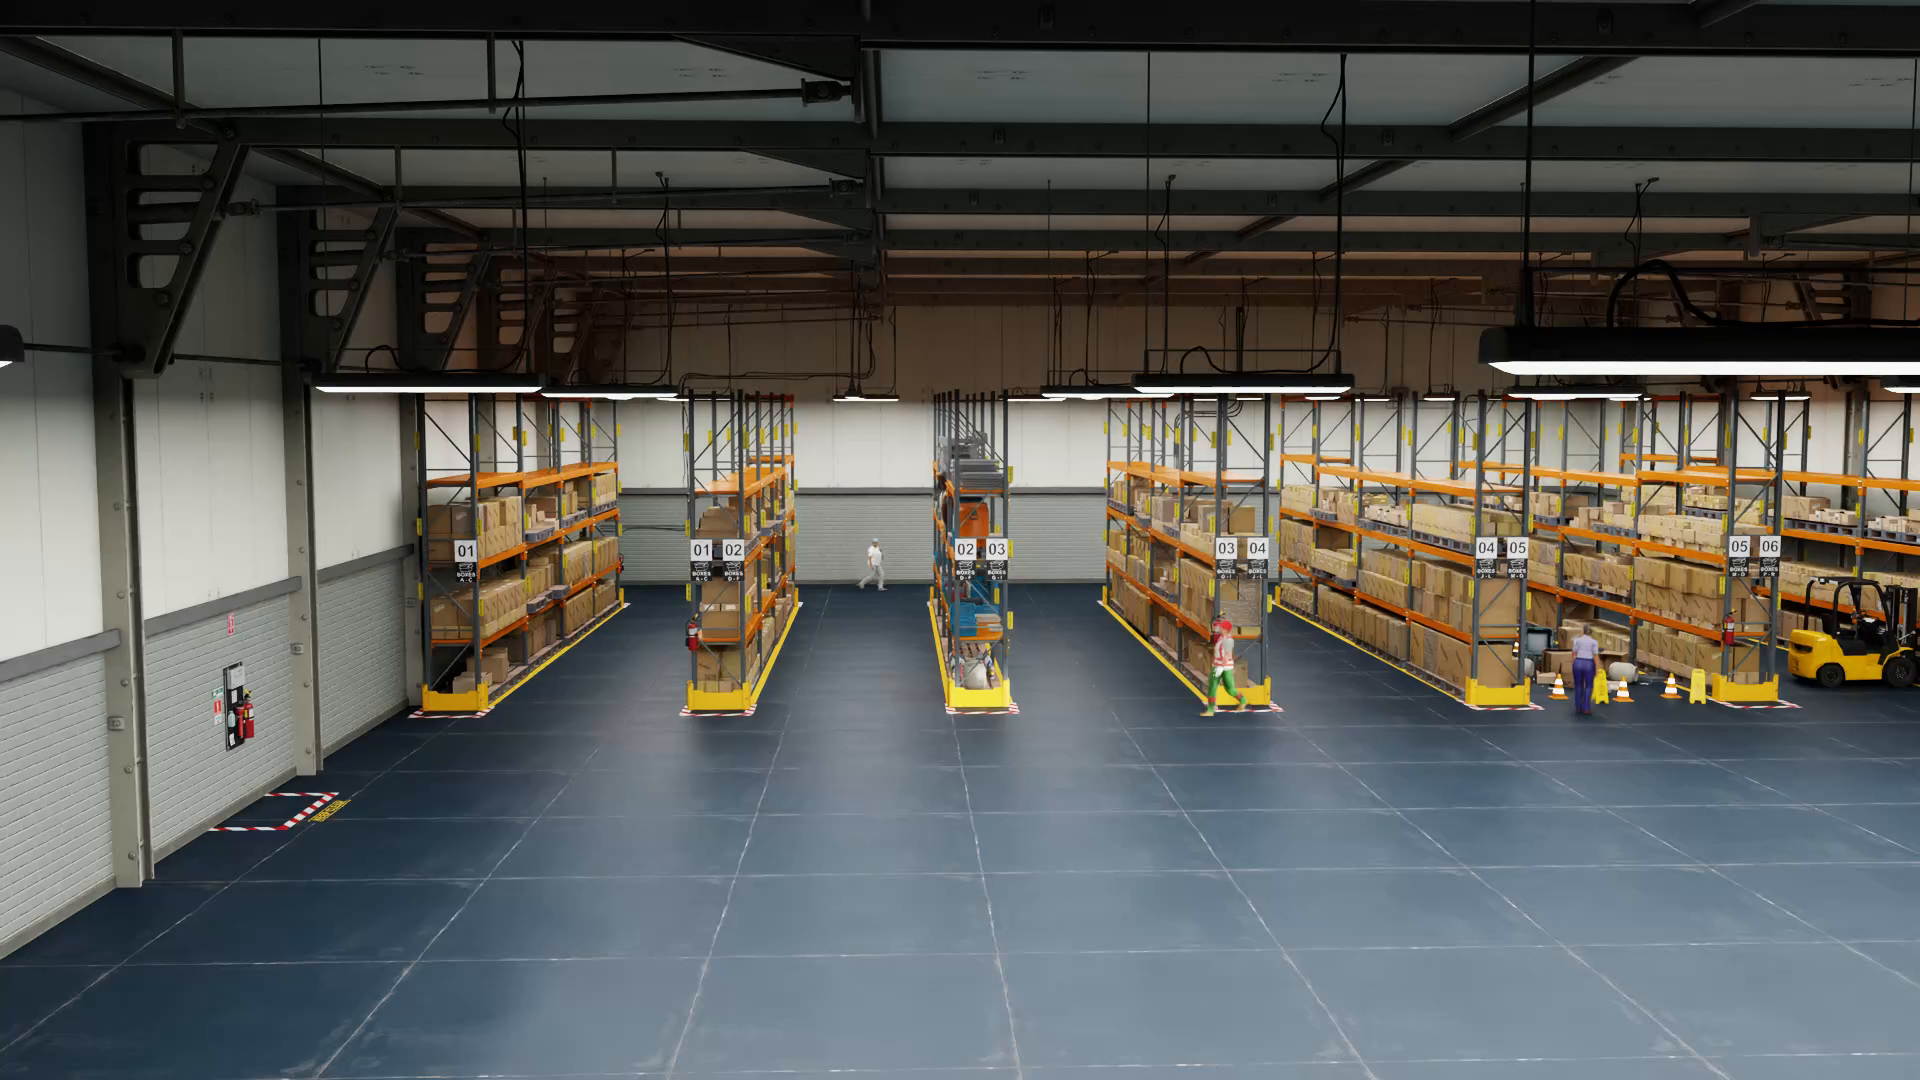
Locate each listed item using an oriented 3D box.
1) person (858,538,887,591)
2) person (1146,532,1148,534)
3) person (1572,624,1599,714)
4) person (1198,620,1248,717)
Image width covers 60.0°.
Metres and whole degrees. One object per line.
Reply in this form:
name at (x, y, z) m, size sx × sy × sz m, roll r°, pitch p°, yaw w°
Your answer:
person at (-2.656, 0.753, 50.953) m, size 0.865 × 1.615 × 0.529 m, roll 2°, pitch 5°, yaw 19°
person at (5.726, 0.640, 51.265) m, size 0.552 × 1.780 × 0.600 m, roll -2°, pitch 5°, yaw -27°
person at (11.585, 2.382, 30.783) m, size 0.490 × 1.658 × 0.326 m, roll 3°, pitch 6°, yaw 36°
person at (4.857, 2.355, 30.504) m, size 0.974 × 1.767 × 0.471 m, roll -3°, pitch 6°, yaw -35°
